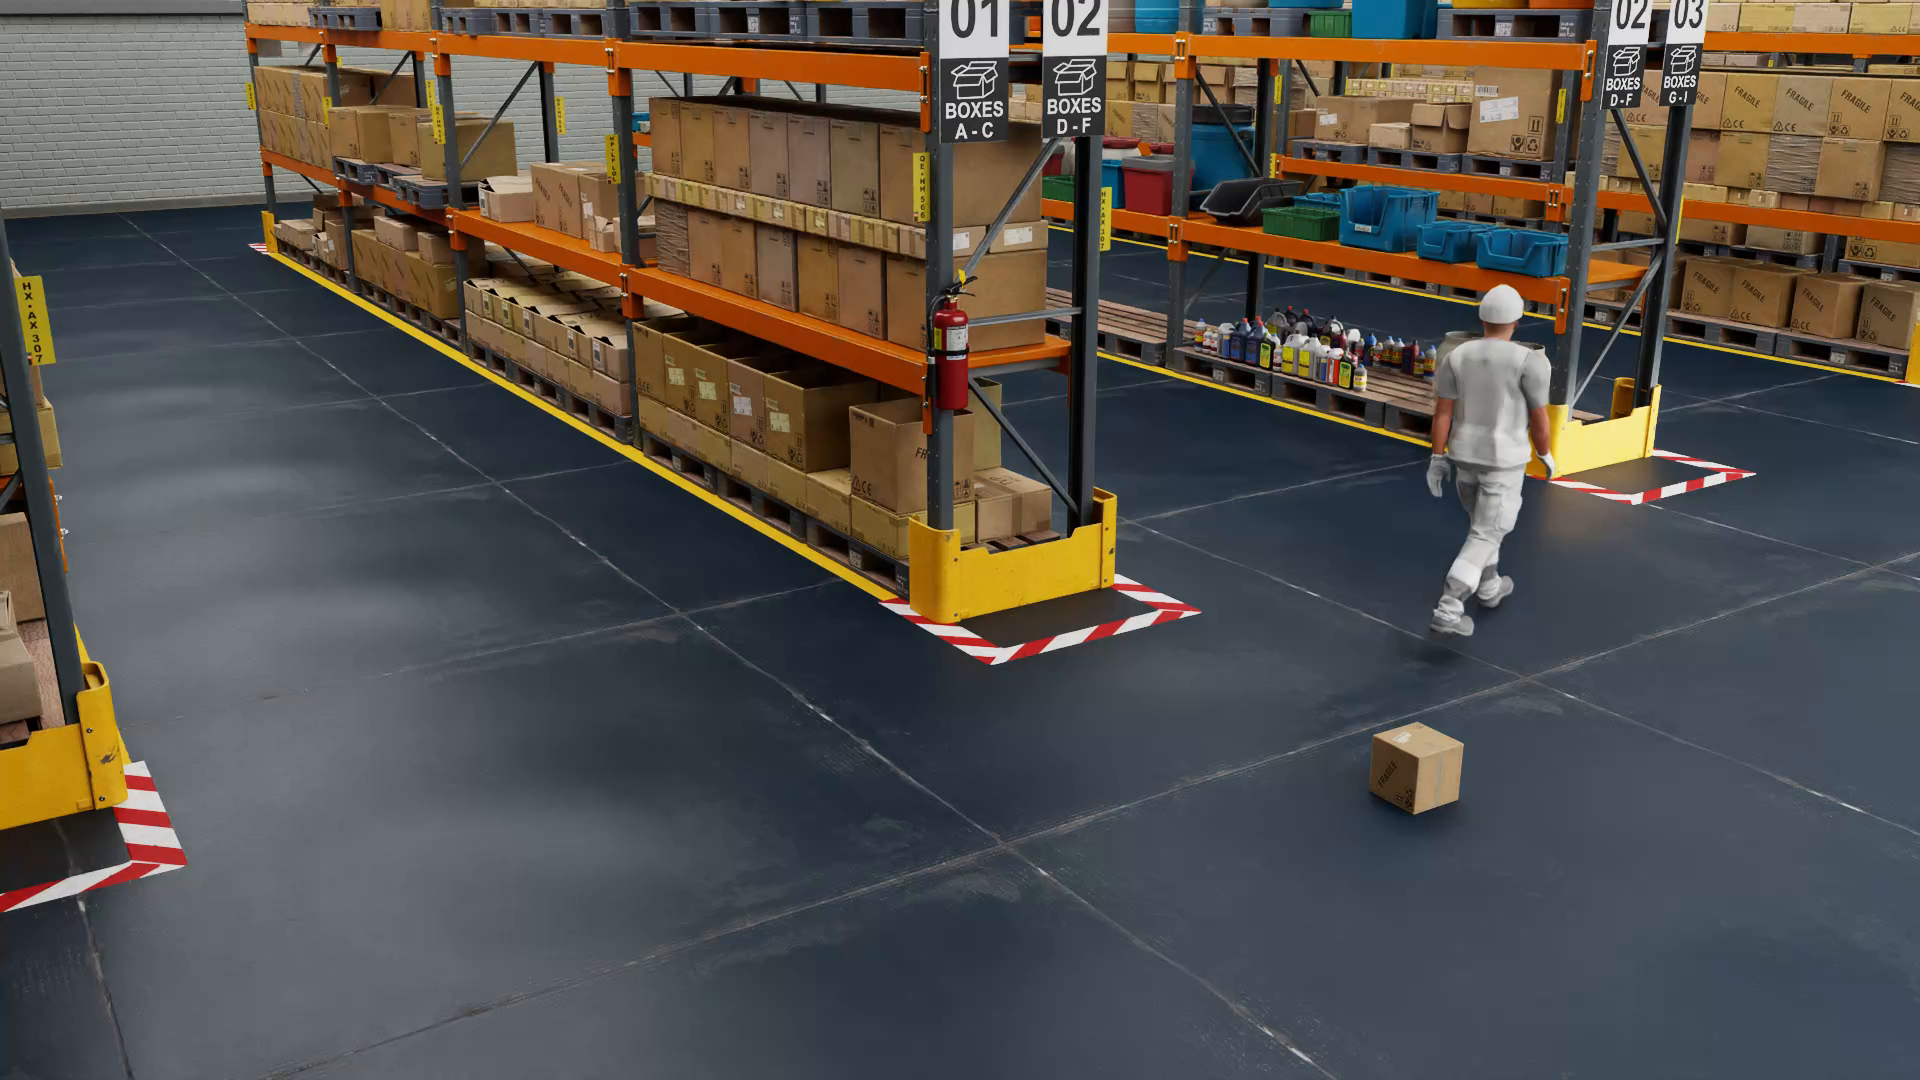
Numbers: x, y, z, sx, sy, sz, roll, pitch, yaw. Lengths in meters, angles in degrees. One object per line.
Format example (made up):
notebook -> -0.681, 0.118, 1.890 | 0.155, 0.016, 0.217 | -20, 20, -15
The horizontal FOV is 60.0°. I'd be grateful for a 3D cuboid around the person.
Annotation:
person -> 2.639, -0.401, 8.262 | 0.529, 1.743, 1.073 | 17, 24, 42
